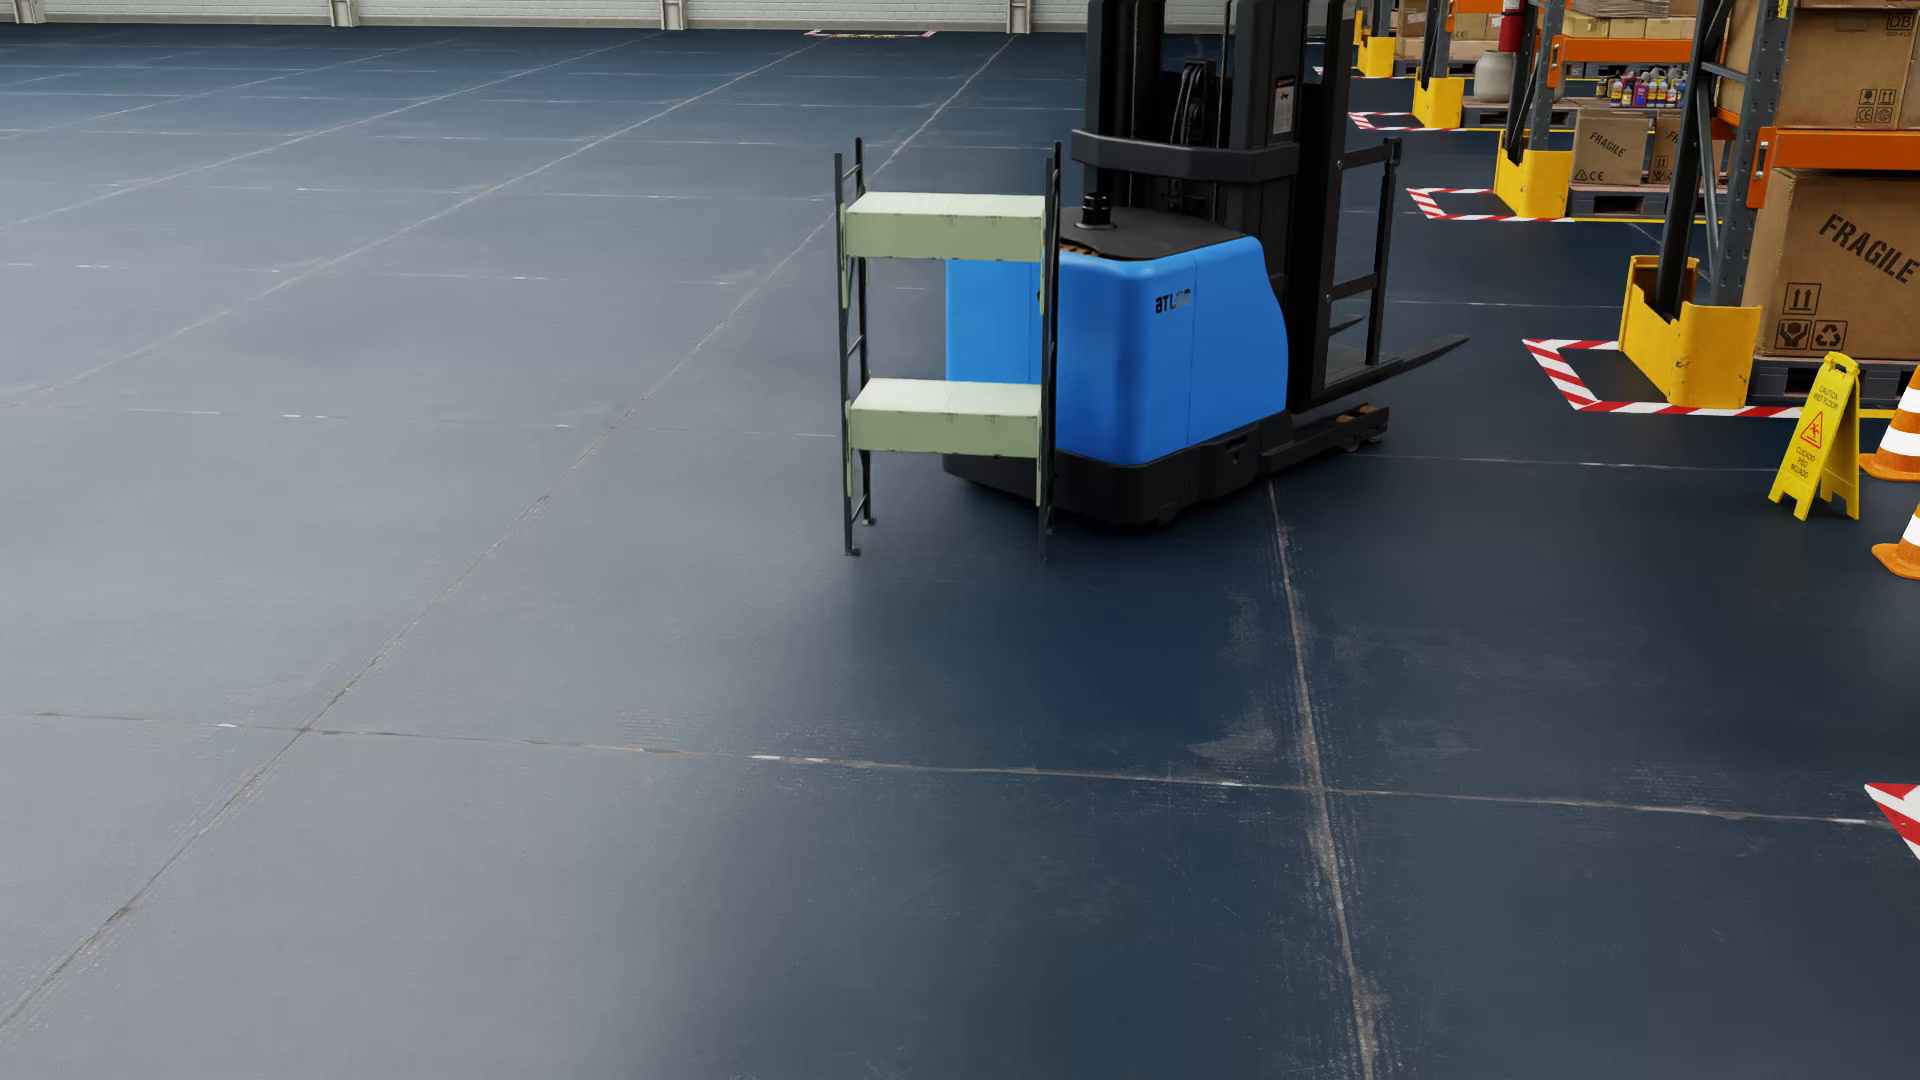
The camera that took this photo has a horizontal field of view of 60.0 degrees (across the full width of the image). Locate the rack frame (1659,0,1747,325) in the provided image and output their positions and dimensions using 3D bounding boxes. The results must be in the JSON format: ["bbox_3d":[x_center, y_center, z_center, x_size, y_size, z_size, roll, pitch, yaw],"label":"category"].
[{"bbox_3d":[3.728,-2.244,8.035,0.053,2.616,0.949,2,22,6],"label":"rack frame"}]

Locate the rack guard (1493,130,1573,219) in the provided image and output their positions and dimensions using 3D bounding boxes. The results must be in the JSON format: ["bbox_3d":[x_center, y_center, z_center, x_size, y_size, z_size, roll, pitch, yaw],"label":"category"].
[{"bbox_3d":[4.487,-2.883,13.053,0.348,0.500,1.175,2,22,6],"label":"rack guard"}]

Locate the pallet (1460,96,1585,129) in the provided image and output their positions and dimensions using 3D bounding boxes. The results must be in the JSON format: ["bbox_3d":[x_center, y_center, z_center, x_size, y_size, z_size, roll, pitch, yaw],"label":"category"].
[{"bbox_3d":[5.881,-4.537,17.630,1.213,0.211,1.003,2,22,6],"label":"pallet"}]

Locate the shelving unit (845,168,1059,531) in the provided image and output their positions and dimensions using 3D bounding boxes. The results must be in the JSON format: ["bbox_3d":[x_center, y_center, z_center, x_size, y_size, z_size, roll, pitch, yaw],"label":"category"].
[{"bbox_3d":[-0.028,-0.691,6.147,0.731,1.308,0.431,3,22,8],"label":"shelving unit"}]

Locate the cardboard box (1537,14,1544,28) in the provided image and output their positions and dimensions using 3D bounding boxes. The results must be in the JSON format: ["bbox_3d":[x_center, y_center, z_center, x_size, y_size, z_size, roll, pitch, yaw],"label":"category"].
[{"bbox_3d":[7.577,-6.761,21.610,0.500,0.500,0.500,2,22,6],"label":"cardboard box"}]

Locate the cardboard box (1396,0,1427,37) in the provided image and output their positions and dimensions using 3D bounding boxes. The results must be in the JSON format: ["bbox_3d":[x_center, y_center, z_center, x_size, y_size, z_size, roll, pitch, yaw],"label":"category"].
[{"bbox_3d":[6.148,-7.017,22.256,0.500,0.500,0.500,2,22,6],"label":"cardboard box"}]

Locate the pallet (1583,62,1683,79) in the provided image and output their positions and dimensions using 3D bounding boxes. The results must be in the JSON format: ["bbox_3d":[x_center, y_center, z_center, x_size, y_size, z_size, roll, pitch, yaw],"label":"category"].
[{"bbox_3d":[8.768,-6.246,21.951,1.213,0.211,1.003,2,22,6],"label":"pallet"}]

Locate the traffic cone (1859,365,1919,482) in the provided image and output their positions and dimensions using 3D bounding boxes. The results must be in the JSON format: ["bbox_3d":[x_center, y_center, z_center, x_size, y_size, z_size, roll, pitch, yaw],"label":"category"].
[{"bbox_3d":[4.088,-0.521,7.129,0.334,0.463,0.336,2,22,6],"label":"traffic cone"}]

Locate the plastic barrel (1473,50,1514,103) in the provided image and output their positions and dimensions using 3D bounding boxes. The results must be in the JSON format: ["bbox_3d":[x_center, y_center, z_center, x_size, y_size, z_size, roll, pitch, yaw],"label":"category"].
[{"bbox_3d":[5.657,-4.895,17.555,0.421,0.512,0.421,0,22,0],"label":"plastic barrel"}]

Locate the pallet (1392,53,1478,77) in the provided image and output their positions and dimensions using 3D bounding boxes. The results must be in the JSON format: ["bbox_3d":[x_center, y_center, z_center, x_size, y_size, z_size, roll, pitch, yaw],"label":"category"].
[{"bbox_3d":[6.345,-6.351,22.218,1.213,0.211,1.003,2,22,6],"label":"pallet"}]

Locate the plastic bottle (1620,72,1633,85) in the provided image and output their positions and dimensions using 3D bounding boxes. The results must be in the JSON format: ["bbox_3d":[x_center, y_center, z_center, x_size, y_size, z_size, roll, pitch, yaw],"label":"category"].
[{"bbox_3d":[7.117,-4.855,17.747,0.135,0.276,0.152,3,22,7],"label":"plastic bottle"}]

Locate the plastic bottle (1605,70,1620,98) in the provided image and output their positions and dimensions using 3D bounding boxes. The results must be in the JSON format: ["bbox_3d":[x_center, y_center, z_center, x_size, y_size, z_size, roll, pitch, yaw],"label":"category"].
[{"bbox_3d":[6.988,-4.881,17.802,0.133,0.283,0.061,3,22,8],"label":"plastic bottle"}]

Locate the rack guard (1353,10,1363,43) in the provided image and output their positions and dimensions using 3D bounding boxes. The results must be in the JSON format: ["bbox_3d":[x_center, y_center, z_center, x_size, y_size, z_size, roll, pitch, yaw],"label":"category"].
[{"bbox_3d":[6.236,-8.309,26.776,0.348,0.500,1.175,2,22,6],"label":"rack guard"}]

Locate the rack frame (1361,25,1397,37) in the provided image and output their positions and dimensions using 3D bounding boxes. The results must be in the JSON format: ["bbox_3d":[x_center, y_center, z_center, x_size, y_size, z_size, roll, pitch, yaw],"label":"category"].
[{"bbox_3d":[7.038,-8.126,26.708,1.213,0.211,1.003,2,22,6],"label":"rack frame"}]

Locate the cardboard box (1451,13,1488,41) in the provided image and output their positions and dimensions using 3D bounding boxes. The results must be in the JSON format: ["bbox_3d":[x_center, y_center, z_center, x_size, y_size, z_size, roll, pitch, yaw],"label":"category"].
[{"bbox_3d":[9.523,-6.671,21.382,6.424,0.500,0.536,2,22,6],"label":"cardboard box"}]

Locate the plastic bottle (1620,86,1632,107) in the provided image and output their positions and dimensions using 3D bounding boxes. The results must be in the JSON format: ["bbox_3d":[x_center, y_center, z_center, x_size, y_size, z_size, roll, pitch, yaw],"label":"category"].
[{"bbox_3d":[6.861,-4.564,17.112,0.097,0.201,0.097,0,22,0],"label":"plastic bottle"}]

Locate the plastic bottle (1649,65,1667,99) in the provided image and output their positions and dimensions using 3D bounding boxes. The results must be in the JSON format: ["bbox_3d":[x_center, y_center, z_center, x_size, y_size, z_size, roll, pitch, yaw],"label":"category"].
[{"bbox_3d":[7.419,-4.878,17.703,0.185,0.351,0.144,3,22,9],"label":"plastic bottle"}]

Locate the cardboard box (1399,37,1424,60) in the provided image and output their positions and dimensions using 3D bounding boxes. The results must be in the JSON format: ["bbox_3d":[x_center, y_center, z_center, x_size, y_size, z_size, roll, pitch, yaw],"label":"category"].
[{"bbox_3d":[6.087,-6.478,21.914,0.500,0.250,0.500,2,22,6],"label":"cardboard box"}]

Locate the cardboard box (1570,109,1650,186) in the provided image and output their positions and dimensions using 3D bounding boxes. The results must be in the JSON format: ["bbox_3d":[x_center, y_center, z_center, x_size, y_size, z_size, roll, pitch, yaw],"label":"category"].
[{"bbox_3d":[5.029,-3.049,12.900,0.500,0.500,0.500,7,23,16],"label":"cardboard box"}]

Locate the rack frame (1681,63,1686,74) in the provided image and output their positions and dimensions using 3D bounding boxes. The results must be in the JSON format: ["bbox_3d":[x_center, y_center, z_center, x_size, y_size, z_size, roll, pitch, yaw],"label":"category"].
[{"bbox_3d":[9.553,-7.493,21.312,0.127,3.000,1.000,2,22,6],"label":"rack frame"}]

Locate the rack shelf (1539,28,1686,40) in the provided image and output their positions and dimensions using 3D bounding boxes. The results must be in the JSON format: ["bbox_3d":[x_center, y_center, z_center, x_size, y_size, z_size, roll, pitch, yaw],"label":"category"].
[{"bbox_3d":[6.397,-3.752,12.466,3.809,0.052,0.919,2,22,6],"label":"rack shelf"}]

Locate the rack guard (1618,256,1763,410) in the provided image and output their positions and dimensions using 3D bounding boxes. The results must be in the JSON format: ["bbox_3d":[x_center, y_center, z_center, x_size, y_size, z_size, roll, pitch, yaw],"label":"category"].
[{"bbox_3d":[3.703,-1.081,8.495,0.348,0.500,1.175,2,22,6],"label":"rack guard"}]

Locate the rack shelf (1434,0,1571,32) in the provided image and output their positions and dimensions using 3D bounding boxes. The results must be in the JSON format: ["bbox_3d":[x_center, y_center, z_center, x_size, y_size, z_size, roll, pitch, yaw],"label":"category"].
[{"bbox_3d":[6.980,-5.436,17.089,4.000,0.370,1.077,2,22,6],"label":"rack shelf"}]

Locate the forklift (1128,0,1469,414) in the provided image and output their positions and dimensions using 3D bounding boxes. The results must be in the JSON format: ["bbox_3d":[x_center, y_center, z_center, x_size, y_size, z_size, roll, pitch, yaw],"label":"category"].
[{"bbox_3d":[1.308,-1.868,7.179,1.121,2.935,3.031,19,29,40],"label":"forklift"}]

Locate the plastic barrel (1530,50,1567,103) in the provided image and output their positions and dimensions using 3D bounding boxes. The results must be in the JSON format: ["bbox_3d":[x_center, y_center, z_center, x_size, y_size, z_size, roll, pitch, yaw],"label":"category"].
[{"bbox_3d":[6.155,-4.874,17.500,0.421,0.512,0.421,0,22,0],"label":"plastic barrel"}]

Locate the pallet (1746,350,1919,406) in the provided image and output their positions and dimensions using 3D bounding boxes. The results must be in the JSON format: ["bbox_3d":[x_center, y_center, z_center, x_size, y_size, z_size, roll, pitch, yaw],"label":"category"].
[{"bbox_3d":[4.531,-0.940,8.530,1.213,0.211,1.003,2,22,6],"label":"pallet"}]

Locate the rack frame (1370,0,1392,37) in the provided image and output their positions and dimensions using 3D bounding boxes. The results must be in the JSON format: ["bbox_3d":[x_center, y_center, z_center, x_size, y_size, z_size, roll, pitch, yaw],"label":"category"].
[{"bbox_3d":[5.581,-7.666,21.750,0.127,3.000,1.000,2,22,6],"label":"rack frame"}]

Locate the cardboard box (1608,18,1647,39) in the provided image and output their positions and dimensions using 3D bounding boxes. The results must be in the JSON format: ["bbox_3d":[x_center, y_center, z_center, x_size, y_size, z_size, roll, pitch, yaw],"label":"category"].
[{"bbox_3d":[4.912,-3.815,12.352,0.250,0.149,0.380,2,22,6],"label":"cardboard box"}]

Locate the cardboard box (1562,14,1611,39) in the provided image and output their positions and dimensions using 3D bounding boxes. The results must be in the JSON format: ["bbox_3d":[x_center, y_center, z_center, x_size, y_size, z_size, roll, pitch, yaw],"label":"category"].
[{"bbox_3d":[4.666,-3.833,12.397,0.250,0.149,0.380,2,22,6],"label":"cardboard box"}]

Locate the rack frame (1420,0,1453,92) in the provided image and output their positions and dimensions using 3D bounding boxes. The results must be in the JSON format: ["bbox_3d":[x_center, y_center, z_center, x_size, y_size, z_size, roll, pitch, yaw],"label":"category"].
[{"bbox_3d":[4.994,-5.857,17.176,0.127,3.000,1.000,2,22,6],"label":"rack frame"}]

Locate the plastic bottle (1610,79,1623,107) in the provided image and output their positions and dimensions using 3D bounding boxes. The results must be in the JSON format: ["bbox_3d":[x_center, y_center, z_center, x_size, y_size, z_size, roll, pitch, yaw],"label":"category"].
[{"bbox_3d":[6.758,-4.601,17.110,0.097,0.271,0.097,0,22,0],"label":"plastic bottle"}]

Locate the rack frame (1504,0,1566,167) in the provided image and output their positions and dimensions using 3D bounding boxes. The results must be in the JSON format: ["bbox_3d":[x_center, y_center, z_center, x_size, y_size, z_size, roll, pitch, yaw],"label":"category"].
[{"bbox_3d":[4.411,-4.049,12.602,0.127,3.000,1.000,2,22,6],"label":"rack frame"}]

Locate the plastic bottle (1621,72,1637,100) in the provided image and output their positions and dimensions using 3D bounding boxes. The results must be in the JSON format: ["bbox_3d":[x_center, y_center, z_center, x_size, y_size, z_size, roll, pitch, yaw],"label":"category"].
[{"bbox_3d":[7.105,-4.820,17.647,0.133,0.283,0.061,2,22,6],"label":"plastic bottle"}]

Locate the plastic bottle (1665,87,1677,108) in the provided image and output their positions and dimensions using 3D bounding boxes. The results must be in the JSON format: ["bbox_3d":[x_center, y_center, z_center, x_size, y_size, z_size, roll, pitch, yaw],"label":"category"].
[{"bbox_3d":[7.296,-4.545,17.064,0.097,0.201,0.097,0,22,0],"label":"plastic bottle"}]

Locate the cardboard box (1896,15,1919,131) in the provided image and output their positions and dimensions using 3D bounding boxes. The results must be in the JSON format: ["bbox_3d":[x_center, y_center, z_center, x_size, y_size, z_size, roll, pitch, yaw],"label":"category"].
[{"bbox_3d":[4.650,-2.297,7.966,0.550,0.550,0.875,2,22,6],"label":"cardboard box"}]

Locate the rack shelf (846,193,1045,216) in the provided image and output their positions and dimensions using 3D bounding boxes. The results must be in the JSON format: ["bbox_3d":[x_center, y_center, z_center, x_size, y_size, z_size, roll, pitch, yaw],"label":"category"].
[{"bbox_3d":[-0.033,-1.145,5.968,0.686,0.124,0.368,3,22,8],"label":"rack shelf"}]

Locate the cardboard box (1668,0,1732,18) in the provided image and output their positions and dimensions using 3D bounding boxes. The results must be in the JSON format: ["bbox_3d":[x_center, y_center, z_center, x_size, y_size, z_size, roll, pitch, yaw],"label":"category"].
[{"bbox_3d":[5.465,-4.222,12.499,0.500,0.500,0.875,2,22,6],"label":"cardboard box"}]

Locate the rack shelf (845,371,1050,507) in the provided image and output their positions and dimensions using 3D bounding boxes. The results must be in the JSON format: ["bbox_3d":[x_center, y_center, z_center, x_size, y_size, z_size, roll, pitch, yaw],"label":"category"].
[{"bbox_3d":[-0.033,-0.388,6.268,0.720,0.370,0.431,3,22,8],"label":"rack shelf"}]

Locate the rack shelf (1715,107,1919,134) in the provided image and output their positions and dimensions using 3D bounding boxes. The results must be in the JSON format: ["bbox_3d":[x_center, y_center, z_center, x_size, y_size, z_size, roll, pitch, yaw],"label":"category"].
[{"bbox_3d":[5.713,-1.946,7.897,3.809,0.052,0.919,2,22,6],"label":"rack shelf"}]

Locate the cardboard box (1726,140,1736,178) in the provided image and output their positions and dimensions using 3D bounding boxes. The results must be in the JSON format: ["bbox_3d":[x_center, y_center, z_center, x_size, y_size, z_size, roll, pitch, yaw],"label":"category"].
[{"bbox_3d":[6.247,-3.001,12.781,0.500,0.500,0.500,5,22,11],"label":"cardboard box"}]

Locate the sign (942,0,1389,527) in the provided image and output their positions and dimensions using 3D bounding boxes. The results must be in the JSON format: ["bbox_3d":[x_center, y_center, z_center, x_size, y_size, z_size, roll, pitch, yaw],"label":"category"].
[{"bbox_3d":[0.906,-1.666,6.810,2.025,2.768,2.177,2,22,6],"label":"sign"}]

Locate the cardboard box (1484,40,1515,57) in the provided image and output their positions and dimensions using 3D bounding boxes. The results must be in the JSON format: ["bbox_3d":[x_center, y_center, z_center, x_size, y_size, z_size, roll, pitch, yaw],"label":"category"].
[{"bbox_3d":[7.081,-6.436,21.808,0.500,0.250,0.500,2,22,6],"label":"cardboard box"}]

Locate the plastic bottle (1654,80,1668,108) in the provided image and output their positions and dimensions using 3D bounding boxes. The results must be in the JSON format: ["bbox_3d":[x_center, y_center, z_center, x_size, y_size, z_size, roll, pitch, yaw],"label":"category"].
[{"bbox_3d":[7.198,-4.582,17.062,0.097,0.271,0.097,0,22,0],"label":"plastic bottle"}]

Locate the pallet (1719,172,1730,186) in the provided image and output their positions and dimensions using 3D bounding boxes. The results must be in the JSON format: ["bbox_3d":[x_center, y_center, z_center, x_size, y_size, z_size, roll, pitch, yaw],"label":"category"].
[{"bbox_3d":[6.498,-2.647,12.849,1.213,0.211,1.003,2,22,6],"label":"pallet"}]

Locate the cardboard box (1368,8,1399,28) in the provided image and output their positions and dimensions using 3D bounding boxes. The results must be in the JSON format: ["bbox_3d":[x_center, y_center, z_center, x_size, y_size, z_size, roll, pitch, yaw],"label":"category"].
[{"bbox_3d":[6.837,-8.366,26.580,0.500,0.311,0.500,0,22,0],"label":"cardboard box"}]

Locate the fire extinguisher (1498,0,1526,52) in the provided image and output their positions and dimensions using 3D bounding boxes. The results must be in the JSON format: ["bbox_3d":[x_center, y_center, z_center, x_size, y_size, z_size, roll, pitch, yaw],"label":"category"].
[{"bbox_3d":[4.352,-4.186,13.054,0.183,0.674,0.296,2,22,6],"label":"fire extinguisher"}]

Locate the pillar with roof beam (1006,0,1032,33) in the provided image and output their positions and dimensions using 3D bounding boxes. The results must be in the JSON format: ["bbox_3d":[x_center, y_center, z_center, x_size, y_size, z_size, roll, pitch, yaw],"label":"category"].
[{"bbox_3d":[0.492,-11.238,22.625,0.400,9.000,9.100,2,22,6],"label":"pillar with roof beam"}]

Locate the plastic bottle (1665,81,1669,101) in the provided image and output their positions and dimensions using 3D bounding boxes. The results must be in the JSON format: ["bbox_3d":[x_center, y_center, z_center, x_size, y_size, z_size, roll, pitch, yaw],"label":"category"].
[{"bbox_3d":[7.449,-4.763,17.615,0.097,0.201,0.097,0,22,0],"label":"plastic bottle"}]

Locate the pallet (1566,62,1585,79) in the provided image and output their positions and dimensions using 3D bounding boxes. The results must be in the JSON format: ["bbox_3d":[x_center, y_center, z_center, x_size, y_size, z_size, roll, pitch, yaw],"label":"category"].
[{"bbox_3d":[7.553,-6.298,22.082,1.213,0.211,1.003,2,22,6],"label":"pallet"}]

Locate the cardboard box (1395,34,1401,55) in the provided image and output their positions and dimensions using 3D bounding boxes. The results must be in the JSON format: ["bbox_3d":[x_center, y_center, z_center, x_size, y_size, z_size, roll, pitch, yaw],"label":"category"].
[{"bbox_3d":[6.148,-6.667,22.392,0.500,0.250,0.500,2,22,6],"label":"cardboard box"}]

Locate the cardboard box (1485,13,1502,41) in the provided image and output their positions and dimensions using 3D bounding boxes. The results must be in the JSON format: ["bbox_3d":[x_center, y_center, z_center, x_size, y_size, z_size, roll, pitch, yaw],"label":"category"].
[{"bbox_3d":[7.082,-6.789,21.680,0.500,0.500,0.500,2,22,6],"label":"cardboard box"}]

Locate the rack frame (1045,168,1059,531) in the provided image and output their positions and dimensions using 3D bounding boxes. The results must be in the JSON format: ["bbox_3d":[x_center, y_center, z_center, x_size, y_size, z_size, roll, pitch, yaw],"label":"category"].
[{"bbox_3d":[0.329,-0.671,6.098,0.010,1.308,0.380,3,22,8],"label":"rack frame"}]

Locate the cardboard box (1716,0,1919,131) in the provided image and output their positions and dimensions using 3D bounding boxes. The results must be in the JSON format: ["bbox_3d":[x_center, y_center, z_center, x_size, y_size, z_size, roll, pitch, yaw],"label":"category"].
[{"bbox_3d":[4.101,-2.313,8.006,0.550,0.550,0.875,2,22,6],"label":"cardboard box"}]

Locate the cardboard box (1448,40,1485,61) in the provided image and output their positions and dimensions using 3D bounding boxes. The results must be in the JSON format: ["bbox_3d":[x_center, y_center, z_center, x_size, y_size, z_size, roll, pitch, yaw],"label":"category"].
[{"bbox_3d":[6.584,-6.458,21.863,0.500,0.250,0.500,2,22,6],"label":"cardboard box"}]

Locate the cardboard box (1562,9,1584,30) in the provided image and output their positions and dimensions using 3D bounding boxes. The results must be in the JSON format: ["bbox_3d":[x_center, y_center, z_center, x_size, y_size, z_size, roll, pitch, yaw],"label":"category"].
[{"bbox_3d":[4.719,-3.995,12.807,0.250,0.149,0.380,2,22,6],"label":"cardboard box"}]

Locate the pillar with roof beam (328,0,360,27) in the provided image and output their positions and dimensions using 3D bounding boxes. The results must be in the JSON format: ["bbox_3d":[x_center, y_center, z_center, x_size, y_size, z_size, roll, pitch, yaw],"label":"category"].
[{"bbox_3d":[-11.424,-11.757,23.939,0.400,9.000,9.100,2,22,6],"label":"pillar with roof beam"}]
